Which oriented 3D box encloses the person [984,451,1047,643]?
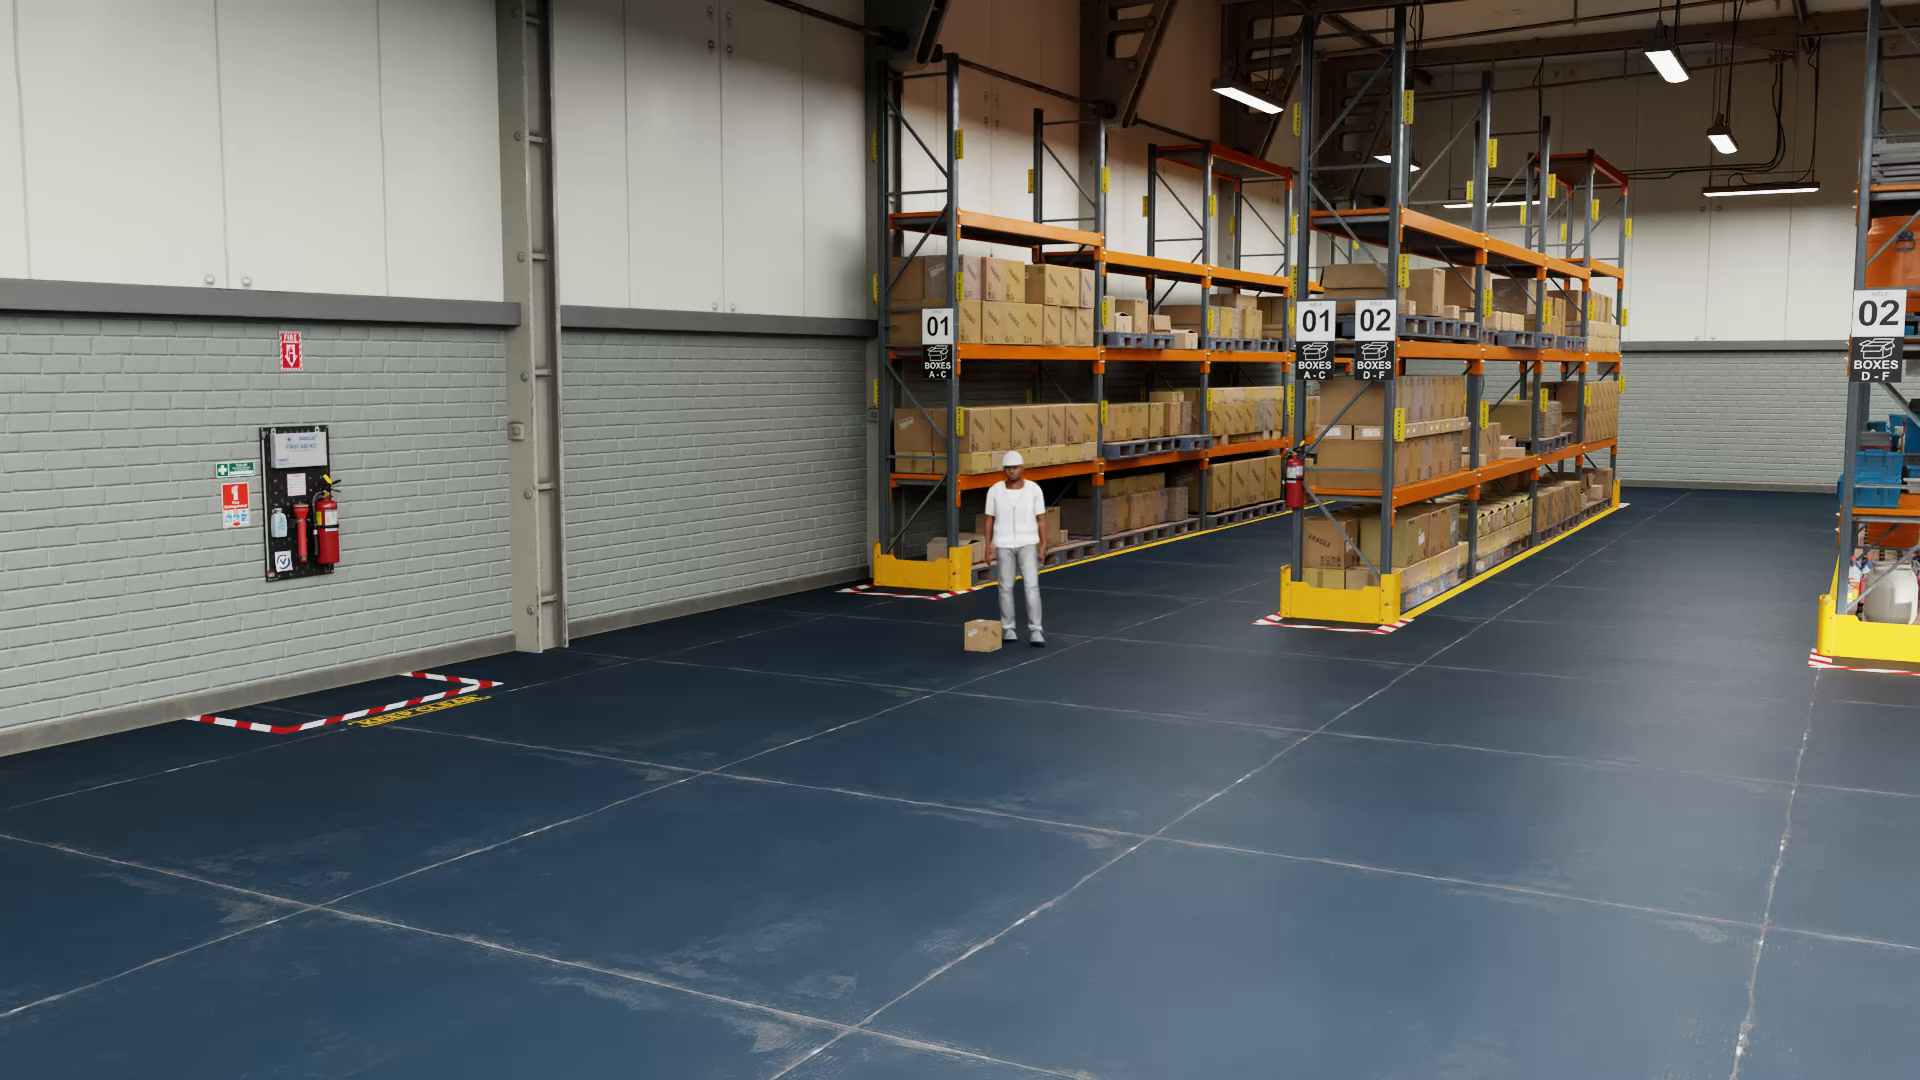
[{"bbox_3d":[0.503,0.070,15.287,0.586,1.768,0.617,1,6,6],"label":"person"}]
